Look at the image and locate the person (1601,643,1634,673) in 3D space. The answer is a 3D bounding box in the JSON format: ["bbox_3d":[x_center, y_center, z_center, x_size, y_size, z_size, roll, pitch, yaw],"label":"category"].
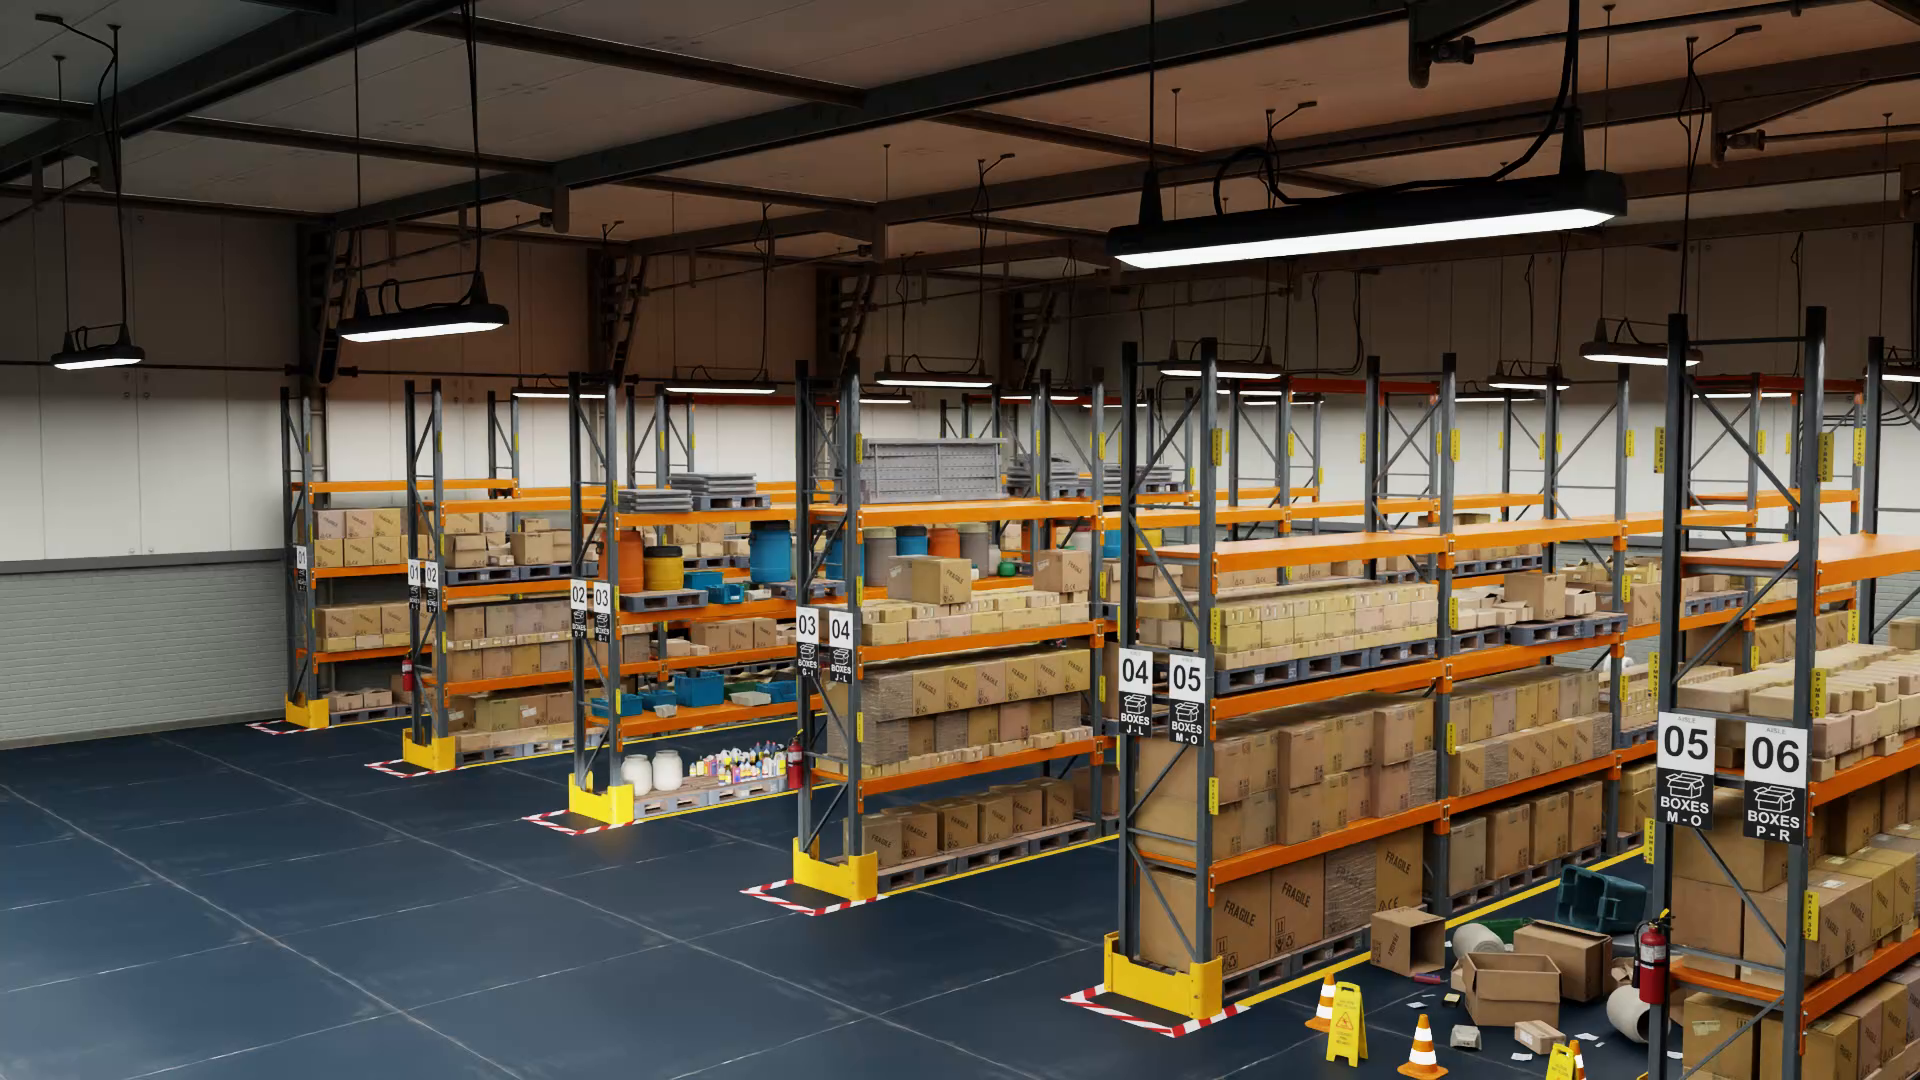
[{"bbox_3d":[10.926,2.518,27.720,0.693,1.728,1.096,3,5,43],"label":"person"}]
